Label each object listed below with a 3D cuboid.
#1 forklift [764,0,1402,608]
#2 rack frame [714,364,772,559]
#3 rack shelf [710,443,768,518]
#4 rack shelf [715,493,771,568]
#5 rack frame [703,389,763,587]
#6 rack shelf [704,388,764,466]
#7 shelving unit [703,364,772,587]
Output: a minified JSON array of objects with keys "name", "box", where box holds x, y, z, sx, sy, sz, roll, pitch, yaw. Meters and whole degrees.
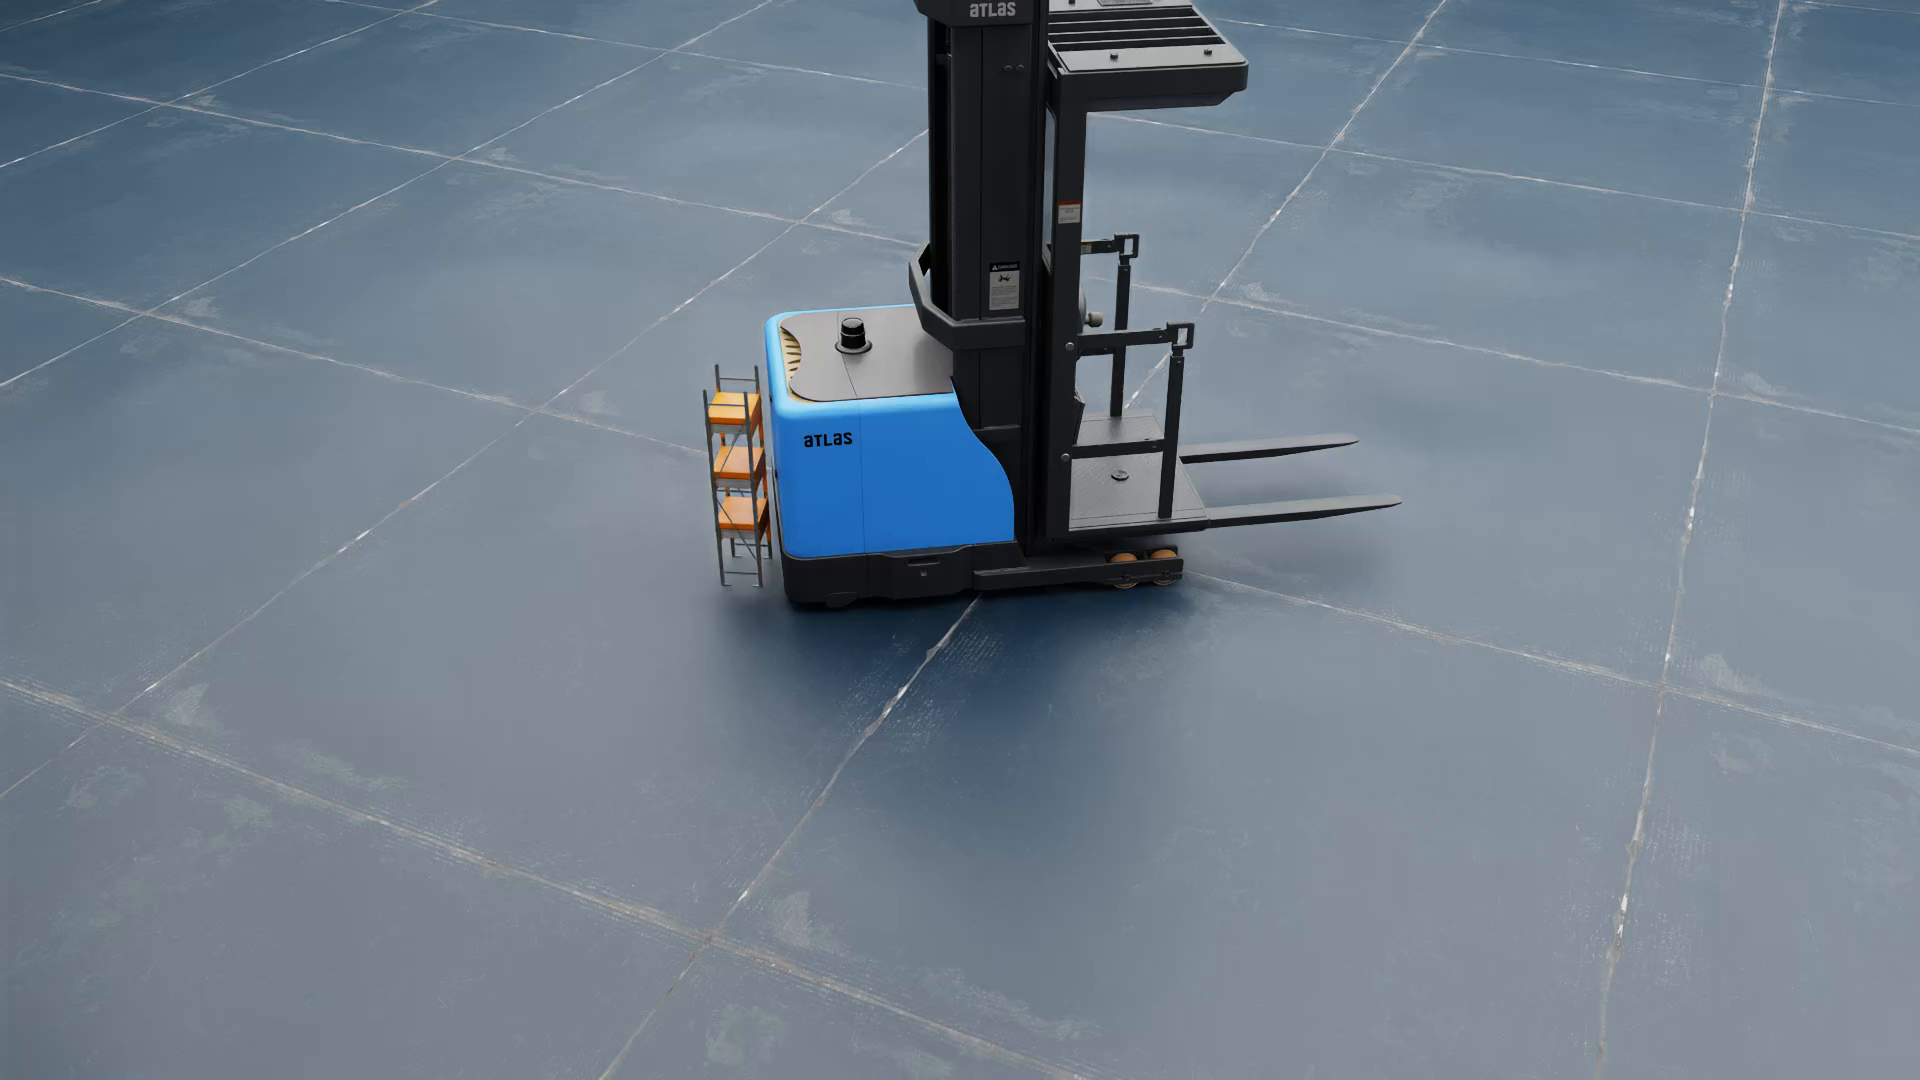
[{"name":"forklift","box":[0.618,-1.278,7.526,3.031,2.935,1.130,-5,34,-7]},{"name":"rack frame","box":[-1.015,-0.354,7.833,0.200,1.050,0.008,3,33,4]},{"name":"rack shelf","box":[-1.027,-0.279,7.737,0.215,0.259,0.240,3,33,4]},{"name":"rack shelf","box":[-1.027,-0.046,7.889,0.215,0.259,0.240,3,33,4]},{"name":"rack frame","box":[-1.038,-0.221,7.629,0.200,1.050,0.008,3,33,4]},{"name":"rack shelf","box":[-1.027,-0.516,7.581,0.215,0.259,0.240,3,33,4]},{"name":"shelving unit","box":[-1.027,-0.288,7.731,0.215,1.050,0.252,3,33,4]}]
